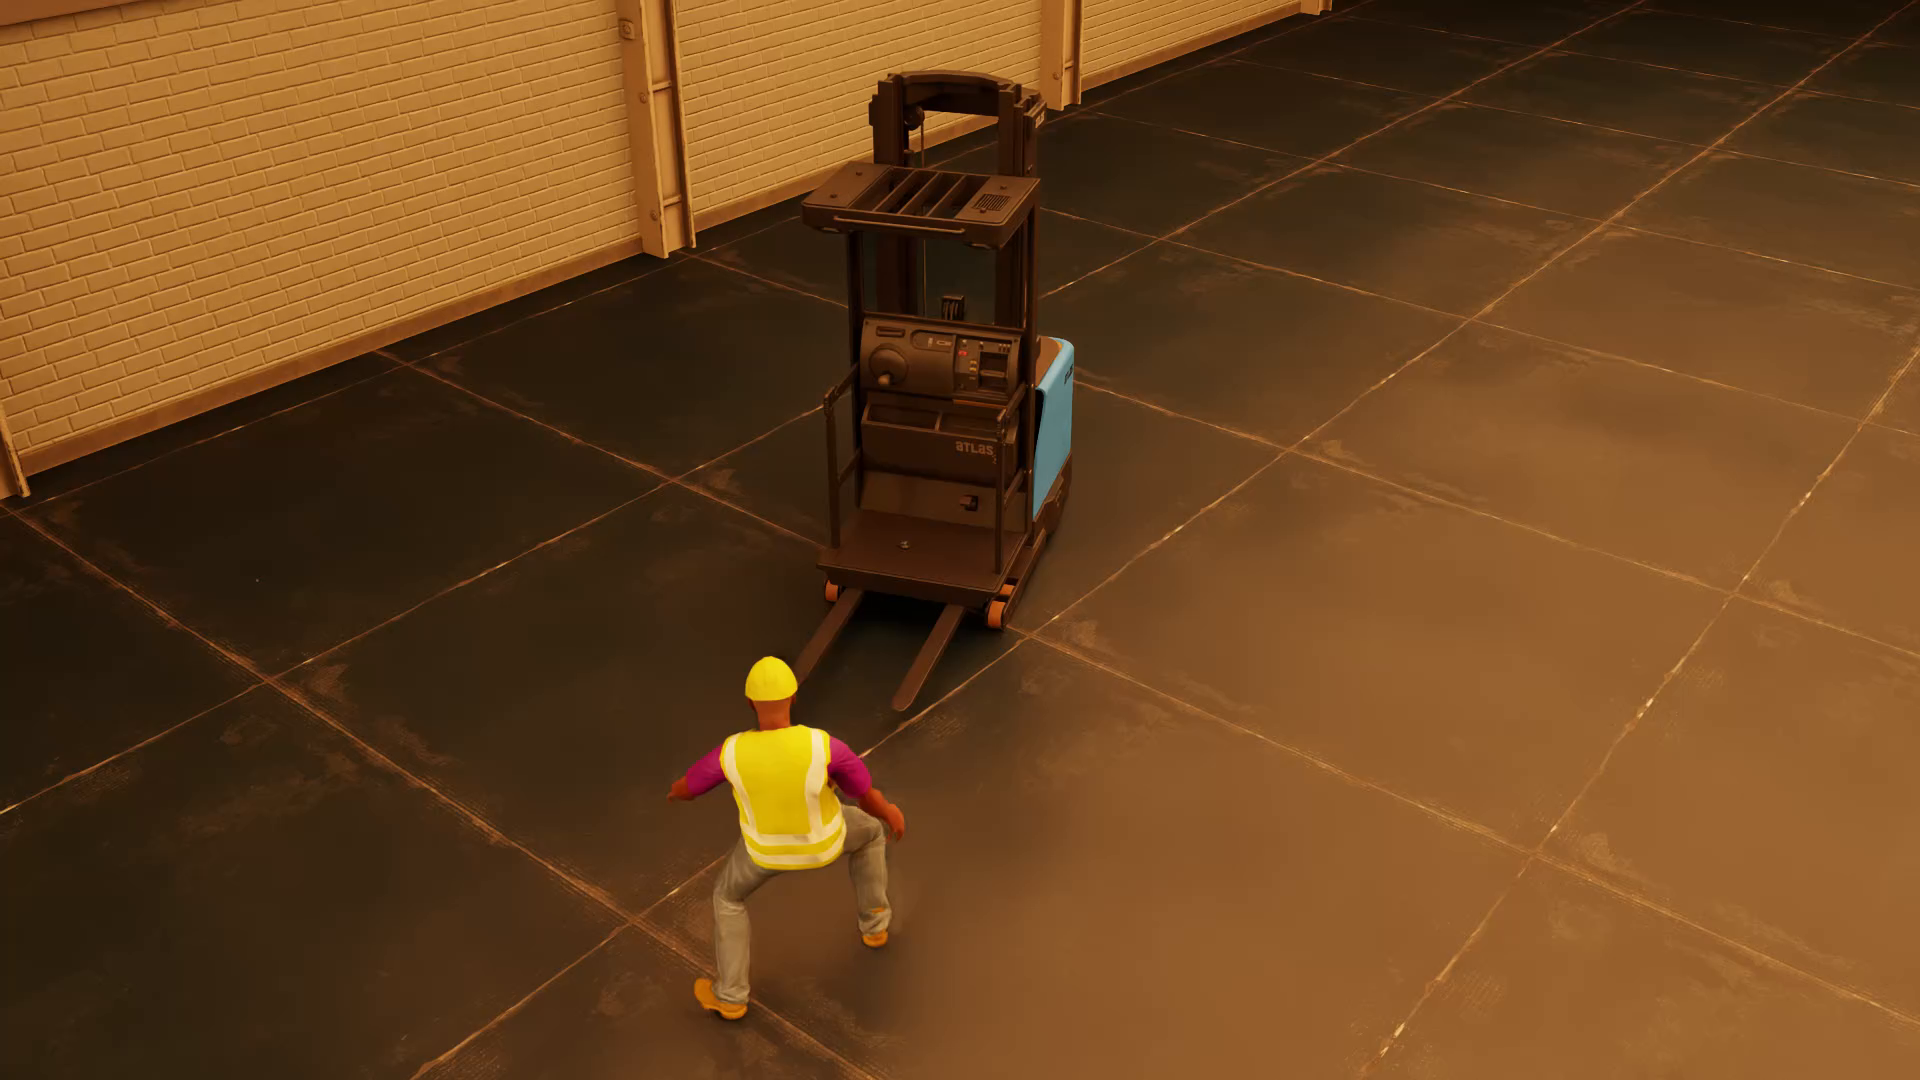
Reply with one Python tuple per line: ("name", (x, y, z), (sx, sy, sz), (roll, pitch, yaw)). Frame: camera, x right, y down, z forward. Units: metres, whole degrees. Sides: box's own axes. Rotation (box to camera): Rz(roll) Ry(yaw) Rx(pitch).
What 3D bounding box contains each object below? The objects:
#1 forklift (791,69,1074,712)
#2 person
("forklift", (-0.176, -0.972, 9.258), (1.130, 2.935, 3.031), (9, 31, 14))
("person", (-0.742, 1.171, 6.916), (1.021, 1.631, 0.699), (1, 30, 1))
